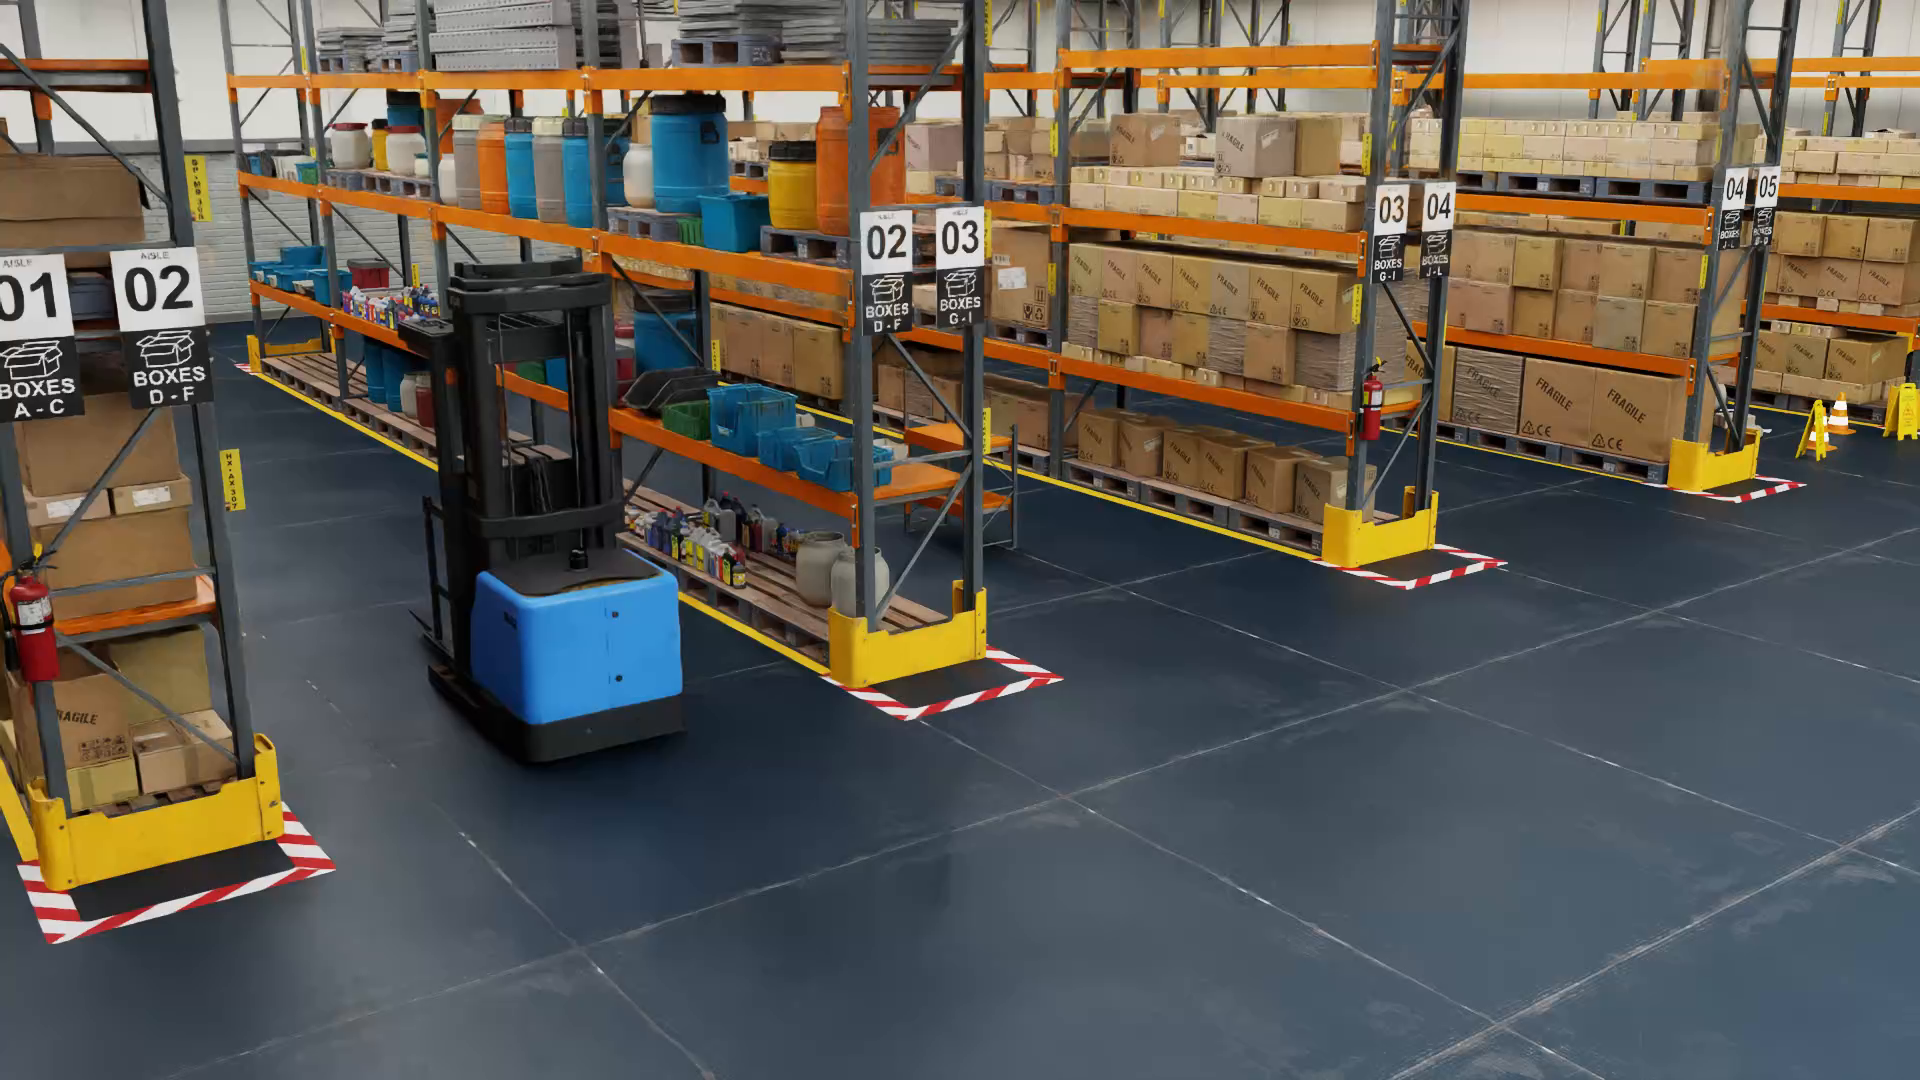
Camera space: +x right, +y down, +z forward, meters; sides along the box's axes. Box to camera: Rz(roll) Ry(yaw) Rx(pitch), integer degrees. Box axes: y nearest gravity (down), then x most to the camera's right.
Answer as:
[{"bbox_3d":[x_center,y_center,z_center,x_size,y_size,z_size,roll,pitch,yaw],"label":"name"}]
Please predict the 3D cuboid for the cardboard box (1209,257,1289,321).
[{"bbox_3d":[2.616,-2.277,15.068,0.500,0.500,0.500,-11,19,-35],"label":"cardboard box"}]

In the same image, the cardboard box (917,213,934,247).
[{"bbox_3d":[-0.363,-5.091,27.241,0.500,0.500,0.500,-11,19,-35],"label":"cardboard box"}]

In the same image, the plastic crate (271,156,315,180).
[{"bbox_3d":[-8.631,-4.828,21.575,0.437,0.282,0.530,-11,19,-35],"label":"plastic crate"}]

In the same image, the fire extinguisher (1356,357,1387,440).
[{"bbox_3d":[3.424,-1.178,13.845,0.296,0.674,0.183,-11,19,-35],"label":"fire extinguisher"}]

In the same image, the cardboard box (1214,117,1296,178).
[{"bbox_3d":[2.614,-3.483,14.737,0.500,0.500,0.500,-11,19,-35],"label":"cardboard box"}]

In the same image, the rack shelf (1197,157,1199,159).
[{"bbox_3d":[3.514,-6.939,30.427,1.077,0.370,4.000,-11,19,-35],"label":"rack shelf"}]

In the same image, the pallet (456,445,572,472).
[{"bbox_3d":[-4.556,-0.734,17.360,1.003,0.211,1.213,-11,19,-35],"label":"pallet"}]

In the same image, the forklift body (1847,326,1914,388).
[{"bbox_3d":[13.168,-3.333,23.180,2.313,2.155,1.214,-11,19,-35],"label":"forklift body"}]

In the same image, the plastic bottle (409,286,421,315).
[{"bbox_3d":[-6.535,-2.874,19.988,0.144,0.351,0.185,-11,19,-35],"label":"plastic bottle"}]

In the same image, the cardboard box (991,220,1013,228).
[{"bbox_3d":[0.605,-4.835,25.612,0.380,0.149,0.250,-10,18,-32],"label":"cardboard box"}]

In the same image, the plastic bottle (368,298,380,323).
[{"bbox_3d":[-6.824,-2.689,19.455,0.152,0.276,0.135,-11,19,-35],"label":"plastic bottle"}]

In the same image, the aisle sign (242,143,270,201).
[{"bbox_3d":[-9.967,-5.182,23.404,0.394,0.787,0.004,-11,19,-35],"label":"aisle sign"}]

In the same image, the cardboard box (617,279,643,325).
[{"bbox_3d":[-4.702,-3.587,25.729,0.875,0.875,0.875,-11,19,-35],"label":"cardboard box"}]

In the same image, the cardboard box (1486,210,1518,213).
[{"bbox_3d":[8.145,-4.682,24.952,0.500,0.500,0.500,-12,20,-38],"label":"cardboard box"}]

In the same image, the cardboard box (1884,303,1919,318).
[{"bbox_3d":[11.353,-2.775,20.009,0.380,0.149,0.250,-10,18,-33],"label":"cardboard box"}]

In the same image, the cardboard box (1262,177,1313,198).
[{"bbox_3d":[2.839,-3.054,14.399,0.380,0.149,0.250,-11,19,-34],"label":"cardboard box"}]

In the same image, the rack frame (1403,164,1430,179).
[{"bbox_3d":[7.042,-4.558,26.047,1.000,3.000,0.127,-11,19,-35],"label":"rack frame"}]

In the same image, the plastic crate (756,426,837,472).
[{"bbox_3d":[-1.190,-0.671,12.127,0.499,0.251,0.408,-11,19,-35],"label":"plastic crate"}]

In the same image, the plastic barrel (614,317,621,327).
[{"bbox_3d":[-3.445,-1.857,15.922,0.433,0.535,0.433,0,15,0],"label":"plastic barrel"}]

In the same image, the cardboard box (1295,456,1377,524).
[{"bbox_3d":[3.376,-0.444,14.956,0.500,0.500,0.500,-7,17,-24],"label":"cardboard box"}]

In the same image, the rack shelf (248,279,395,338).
[{"bbox_3d":[-8.508,-3.185,22.394,1.077,0.370,4.000,-11,19,-35],"label":"rack shelf"}]

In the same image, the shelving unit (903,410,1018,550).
[{"bbox_3d":[-0.004,-0.544,14.933,0.538,1.125,1.048,-11,19,-35],"label":"shelving unit"}]

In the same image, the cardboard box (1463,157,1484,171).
[{"bbox_3d":[5.835,-4.198,18.540,0.380,0.149,0.250,-11,19,-35],"label":"cardboard box"}]

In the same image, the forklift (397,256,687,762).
[{"bbox_3d":[-2.969,-0.411,11.025,1.130,2.935,3.031,-10,18,-33],"label":"forklift"}]

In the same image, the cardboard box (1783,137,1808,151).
[{"bbox_3d":[10.379,-4.908,20.611,0.380,0.149,0.250,-10,18,-33],"label":"cardboard box"}]

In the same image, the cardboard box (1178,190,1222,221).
[{"bbox_3d":[2.350,-3.073,15.223,0.500,0.250,0.500,-11,19,-35],"label":"cardboard box"}]

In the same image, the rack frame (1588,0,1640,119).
[{"bbox_3d":[11.055,-8.223,28.073,1.000,3.000,0.127,-11,19,-35],"label":"rack frame"}]

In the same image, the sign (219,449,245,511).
[{"bbox_3d":[-3.833,-0.315,8.755,0.100,0.325,0.005,-11,19,-35],"label":"sign"}]

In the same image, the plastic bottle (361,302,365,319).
[{"bbox_3d":[-7.050,-2.723,19.720,0.097,0.201,0.097,0,15,0],"label":"plastic bottle"}]

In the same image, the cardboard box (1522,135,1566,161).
[{"bbox_3d":[6.403,-4.211,17.835,0.500,0.250,0.500,-11,19,-34],"label":"cardboard box"}]

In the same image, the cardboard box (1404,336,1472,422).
[{"bbox_3d":[5.762,-1.946,19.735,0.875,0.875,0.875,-11,19,-34],"label":"cardboard box"}]

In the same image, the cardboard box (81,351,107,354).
[{"bbox_3d":[-5.486,-0.887,9.989,0.700,0.500,0.500,-11,19,-34],"label":"cardboard box"}]

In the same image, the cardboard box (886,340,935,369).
[{"bbox_3d":[-0.556,-2.249,20.094,0.500,0.250,0.500,-10,18,-32],"label":"cardboard box"}]

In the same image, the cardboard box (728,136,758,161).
[{"bbox_3d":[-2.754,-5.232,22.201,0.500,0.311,0.500,-12,19,-36],"label":"cardboard box"}]

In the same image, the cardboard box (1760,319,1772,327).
[{"bbox_3d":[10.560,-2.640,22.032,0.500,0.500,0.500,-10,18,-32],"label":"cardboard box"}]

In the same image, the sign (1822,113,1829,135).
[{"bbox_3d":[12.973,-6.237,24.923,0.100,0.325,0.005,-11,19,-35],"label":"sign"}]

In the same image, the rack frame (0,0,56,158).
[{"bbox_3d":[-6.638,-3.522,10.899,1.000,3.000,0.127,-11,19,-35],"label":"rack frame"}]

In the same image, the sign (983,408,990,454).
[{"bbox_3d":[0.171,-0.761,11.648,0.100,0.325,0.005,-11,19,-35],"label":"sign"}]

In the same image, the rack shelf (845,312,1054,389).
[{"bbox_3d":[0.202,-2.246,18.961,1.077,0.370,4.000,-11,19,-35],"label":"rack shelf"}]

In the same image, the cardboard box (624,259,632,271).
[{"bbox_3d":[-4.831,-4.151,25.038,0.380,0.149,0.250,-11,19,-36],"label":"cardboard box"}]

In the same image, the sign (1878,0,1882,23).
[{"bbox_3d":[13.870,-7.976,25.103,0.100,0.325,0.005,-11,19,-35],"label":"sign"}]

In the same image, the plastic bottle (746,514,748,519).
[{"bbox_3d":[-1.775,-0.137,14.205,0.061,0.283,0.133,-9,18,-31],"label":"plastic bottle"}]

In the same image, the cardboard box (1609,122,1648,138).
[{"bbox_3d":[6.879,-4.203,17.050,0.380,0.149,0.250,-10,18,-34],"label":"cardboard box"}]

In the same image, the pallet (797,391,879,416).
[{"bbox_3d":[-1.377,-1.855,21.453,1.003,0.211,1.213,-11,19,-35],"label":"pallet"}]

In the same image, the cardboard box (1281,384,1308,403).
[{"bbox_3d":[3.060,-1.318,14.685,0.380,0.149,0.250,-11,19,-35],"label":"cardboard box"}]

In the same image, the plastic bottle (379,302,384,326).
[{"bbox_3d":[-6.642,-2.609,19.169,0.097,0.271,0.097,0,15,0],"label":"plastic bottle"}]

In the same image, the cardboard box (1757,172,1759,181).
[{"bbox_3d":[10.286,-4.595,20.975,0.380,0.149,0.250,-11,19,-34],"label":"cardboard box"}]

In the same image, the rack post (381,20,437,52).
[{"bbox_3d":[-5.440,-5.256,17.378,0.954,0.300,0.937,-11,19,-35],"label":"rack post"}]

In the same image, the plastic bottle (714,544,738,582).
[{"bbox_3d":[-1.837,0.177,13.074,0.152,0.276,0.135,-11,19,-34],"label":"plastic bottle"}]

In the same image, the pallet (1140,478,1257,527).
[{"bbox_3d":[2.523,-0.422,16.218,1.003,0.211,1.213,-11,19,-35],"label":"pallet"}]
